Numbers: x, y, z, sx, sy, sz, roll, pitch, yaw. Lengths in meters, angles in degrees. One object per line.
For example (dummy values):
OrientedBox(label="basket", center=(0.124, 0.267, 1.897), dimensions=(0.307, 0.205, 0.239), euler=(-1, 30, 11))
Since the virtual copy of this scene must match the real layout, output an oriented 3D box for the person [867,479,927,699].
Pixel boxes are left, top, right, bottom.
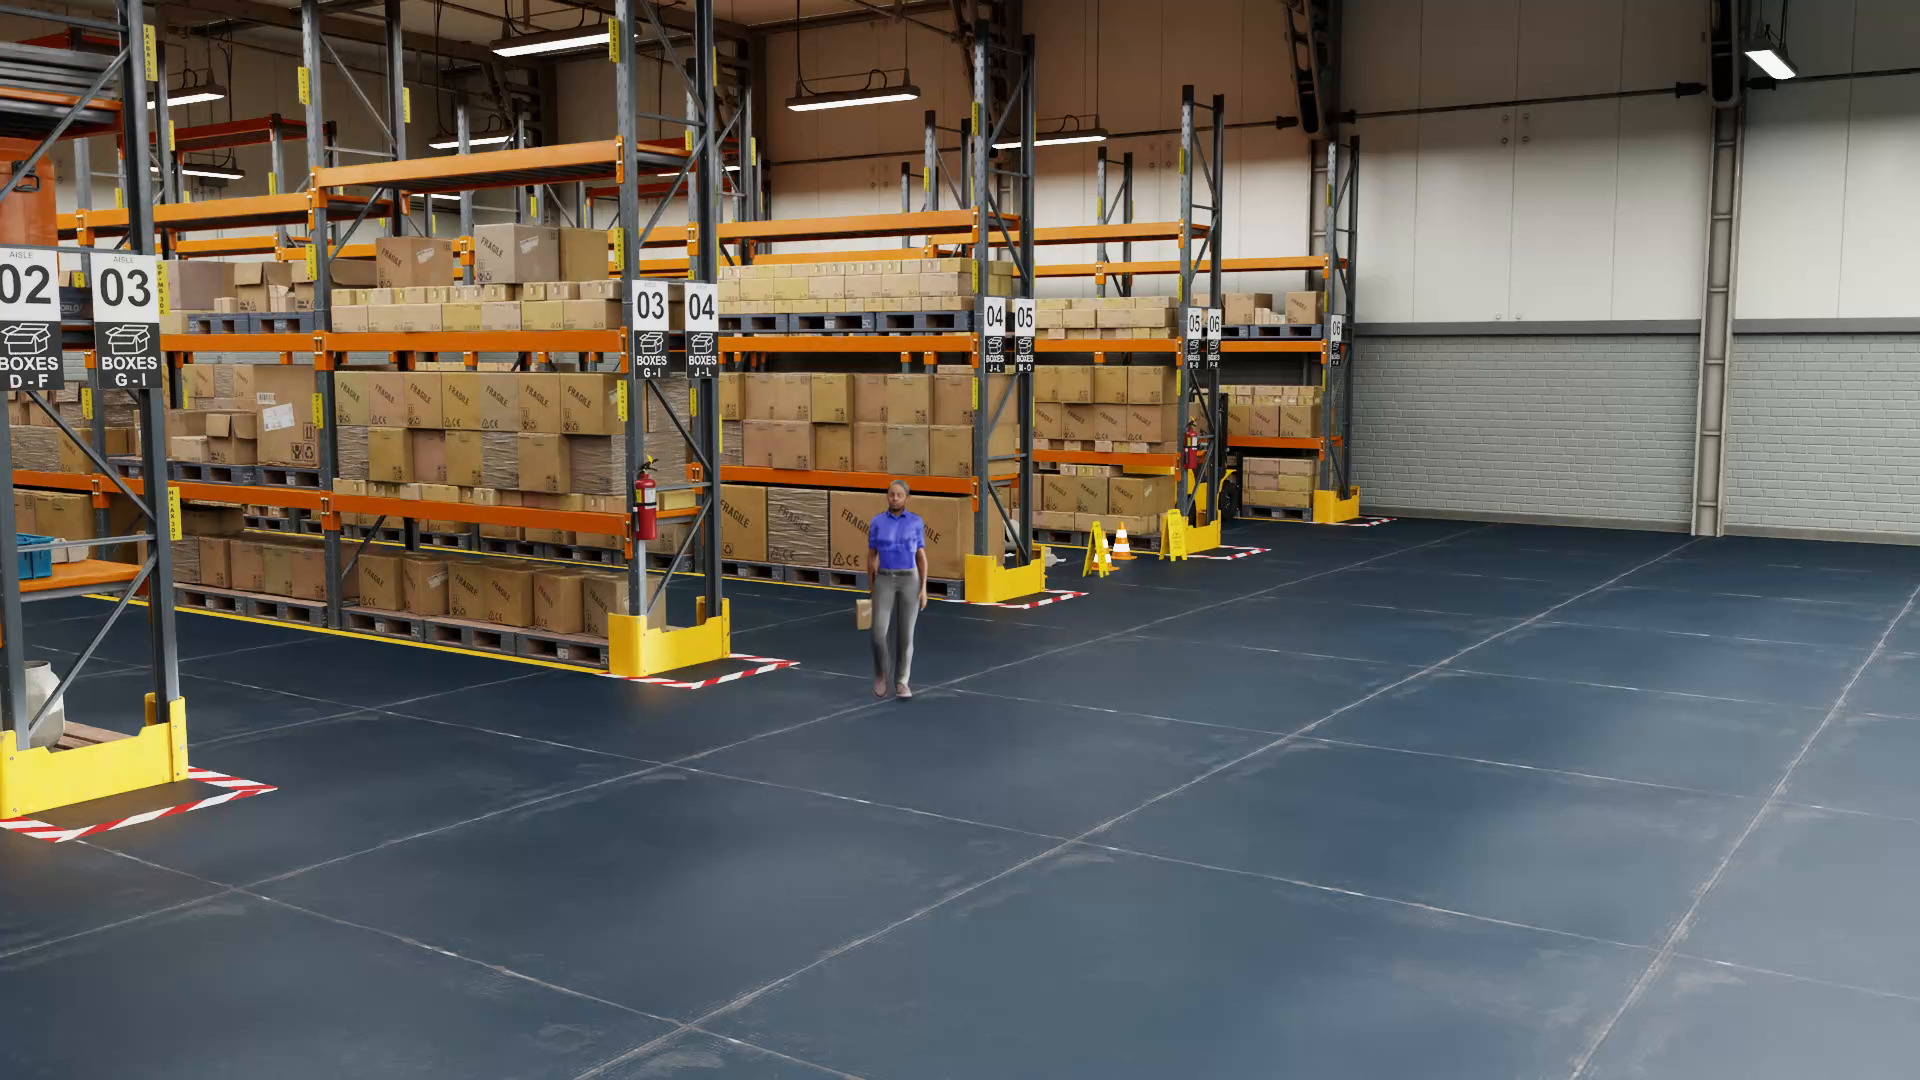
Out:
OrientedBox(label="person", center=(-0.473, 0.380, 12.514), dimensions=(0.454, 1.668, 0.423), euler=(0, 6, -2))
